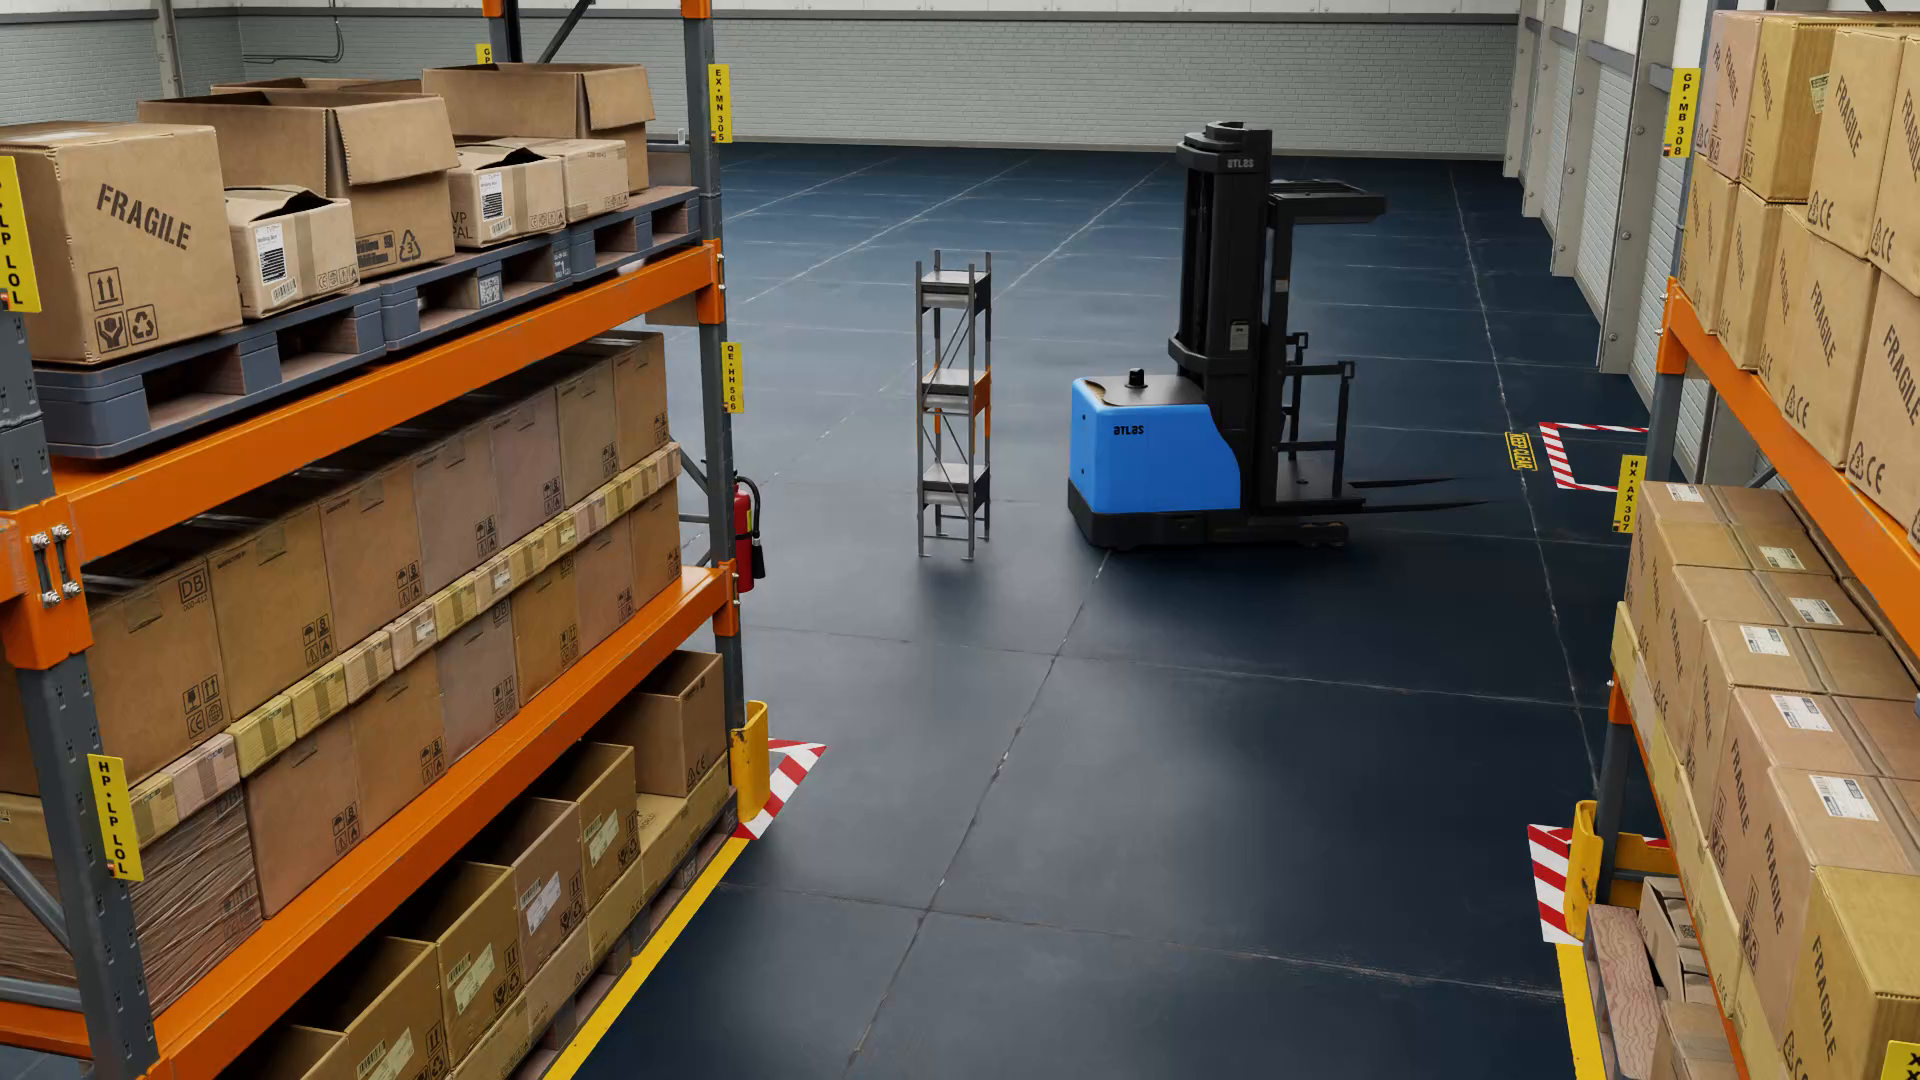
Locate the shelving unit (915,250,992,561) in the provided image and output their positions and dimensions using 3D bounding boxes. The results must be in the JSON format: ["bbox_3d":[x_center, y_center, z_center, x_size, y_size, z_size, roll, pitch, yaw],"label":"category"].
[{"bbox_3d":[-0.040,-0.942,11.696,0.431,2.100,0.503,5,19,13],"label":"shelving unit"}]

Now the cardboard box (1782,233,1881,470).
[{"bbox_3d":[2.389,-0.467,4.088,0.500,0.500,0.500,4,19,11],"label":"cardboard box"}]

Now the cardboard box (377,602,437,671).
[{"bbox_3d":[-1.969,0.304,5.500,0.380,0.149,0.250,4,19,12],"label":"cardboard box"}]

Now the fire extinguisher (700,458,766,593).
[{"bbox_3d":[-1.077,-0.086,7.920,0.296,0.674,0.183,5,19,13],"label":"fire extinguisher"}]

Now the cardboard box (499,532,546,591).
[{"bbox_3d":[-1.780,0.064,6.202,0.380,0.149,0.250,5,20,15],"label":"cardboard box"}]

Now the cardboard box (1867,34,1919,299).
[{"bbox_3d":[2.255,-0.780,3.458,0.500,0.500,0.500,6,20,16],"label":"cardboard box"}]

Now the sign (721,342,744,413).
[{"bbox_3d":[-1.034,-0.736,7.542,0.100,0.325,0.005,5,19,13],"label":"sign"}]

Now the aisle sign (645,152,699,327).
[{"bbox_3d":[-1.256,-1.350,7.478,0.394,0.787,0.004,5,19,13],"label":"aisle sign"}]

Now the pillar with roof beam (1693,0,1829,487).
[{"bbox_3d":[1.207,-4.504,11.453,9.100,9.000,0.400,5,19,13],"label":"pillar with roof beam"}]

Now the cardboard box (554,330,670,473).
[{"bbox_3d":[-1.696,-0.622,7.206,0.700,0.500,0.500,5,19,14],"label":"cardboard box"}]

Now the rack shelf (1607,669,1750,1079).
[{"bbox_3d":[2.759,1.235,5.045,1.077,0.370,4.000,5,19,13],"label":"rack shelf"}]

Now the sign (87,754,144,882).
[{"bbox_3d":[-2.005,0.660,3.945,0.100,0.325,0.005,5,19,13],"label":"sign"}]

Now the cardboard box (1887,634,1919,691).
[{"bbox_3d":[2.961,0.616,4.785,0.500,0.500,0.500,5,19,14],"label":"cardboard box"}]

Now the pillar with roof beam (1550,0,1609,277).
[{"bbox_3d":[4.139,-8.266,22.465,9.100,9.000,0.400,5,19,13],"label":"pillar with roof beam"}]

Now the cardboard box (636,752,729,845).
[{"bbox_3d":[-1.401,1.171,7.722,0.500,0.250,0.500,5,19,13],"label":"cardboard box"}]

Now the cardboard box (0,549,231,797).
[{"bbox_3d":[-2.431,0.330,4.418,0.700,0.500,0.500,5,19,14],"label":"cardboard box"}]

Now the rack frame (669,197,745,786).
[{"bbox_3d":[-1.556,-0.123,7.906,1.000,3.000,0.127,5,19,13],"label":"rack frame"}]

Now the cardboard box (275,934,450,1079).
[{"bbox_3d":[-2.002,1.601,5.305,0.500,0.500,0.500,5,19,13],"label":"cardboard box"}]

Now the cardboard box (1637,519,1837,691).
[{"bbox_3d":[2.710,0.254,5.844,0.500,0.500,0.500,5,19,14],"label":"cardboard box"}]

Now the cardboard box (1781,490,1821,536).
[{"bbox_3d":[3.339,0.139,6.182,0.500,0.500,0.500,4,19,13],"label":"cardboard box"}]

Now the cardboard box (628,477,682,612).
[{"bbox_3d":[-1.683,-0.025,7.465,0.700,0.500,0.500,5,19,13],"label":"cardboard box"}]

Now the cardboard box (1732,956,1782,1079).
[{"bbox_3d":[2.222,1.255,4.075,0.500,0.250,0.500,5,19,14],"label":"cardboard box"}]

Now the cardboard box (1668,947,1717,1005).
[{"bbox_3d":[2.852,1.720,5.990,0.500,0.311,0.500,6,20,18],"label":"cardboard box"}]

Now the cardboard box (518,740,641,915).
[{"bbox_3d":[-1.629,1.131,6.680,0.500,0.500,0.500,5,19,13],"label":"cardboard box"}]

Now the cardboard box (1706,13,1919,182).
[{"bbox_3d":[2.747,-1.427,5.352,0.500,0.500,0.500,4,19,13],"label":"cardboard box"}]

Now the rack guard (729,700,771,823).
[{"bbox_3d":[-1.551,1.053,8.332,1.175,0.500,0.348,5,19,13],"label":"rack guard"}]

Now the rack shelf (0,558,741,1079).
[{"bbox_3d":[-2.045,0.845,6.187,1.077,0.370,4.000,5,19,13],"label":"rack shelf"}]

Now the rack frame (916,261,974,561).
[{"bbox_3d":[-0.100,-0.865,11.472,0.400,2.100,0.015,5,19,13],"label":"rack frame"}]

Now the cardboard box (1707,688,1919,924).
[{"bbox_3d":[2.336,0.741,4.418,0.500,0.500,0.500,4,19,12],"label":"cardboard box"}]

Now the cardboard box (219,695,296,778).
[{"bbox_3d":[-2.158,0.548,4.784,0.380,0.149,0.250,4,19,12],"label":"cardboard box"}]

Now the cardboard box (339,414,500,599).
[{"bbox_3d":[-2.064,-0.142,5.800,0.700,0.500,0.500,5,19,13],"label":"cardboard box"}]

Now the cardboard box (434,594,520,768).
[{"bbox_3d":[-2.058,0.461,6.043,0.700,0.500,0.500,5,20,15],"label":"cardboard box"}]

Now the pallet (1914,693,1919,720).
[{"bbox_3d":[2.017,0.376,2.097,1.213,0.211,1.003,5,19,13],"label":"pallet"}]

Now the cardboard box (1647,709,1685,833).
[{"bbox_3d":[2.578,0.780,5.465,0.500,0.250,0.500,4,19,13],"label":"cardboard box"}]

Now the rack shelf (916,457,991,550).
[{"bbox_3d":[-0.040,-0.266,11.927,0.431,0.518,0.480,5,19,13],"label":"rack shelf"}]

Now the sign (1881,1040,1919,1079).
[{"bbox_3d":[1.743,1.071,3.072,0.100,0.325,0.005,5,19,13],"label":"sign"}]

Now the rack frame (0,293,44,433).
[{"bbox_3d":[-2.534,-1.708,3.266,1.000,3.000,0.127,5,19,13],"label":"rack frame"}]

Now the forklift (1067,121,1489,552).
[{"bbox_3d":[2.380,-1.501,12.048,3.031,2.935,1.130,-3,19,-7],"label":"forklift"}]

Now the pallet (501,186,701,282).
[{"bbox_3d":[-1.754,-1.281,6.793,1.003,0.211,1.213,5,19,13],"label":"pallet"}]

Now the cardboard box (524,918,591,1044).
[{"bbox_3d":[-1.756,1.642,6.343,0.500,0.250,0.500,5,19,13],"label":"cardboard box"}]

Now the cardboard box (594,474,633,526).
[{"bbox_3d":[-1.590,-0.180,6.915,0.380,0.149,0.250,4,19,13],"label":"cardboard box"}]

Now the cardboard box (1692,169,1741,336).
[{"bbox_3d":[2.758,-0.958,5.526,0.500,0.500,0.500,6,20,17],"label":"cardboard box"}]

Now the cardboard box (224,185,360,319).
[{"bbox_3d":[-2.023,-0.818,4.571,0.500,0.311,0.500,4,19,10],"label":"cardboard box"}]

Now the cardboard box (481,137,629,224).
[{"bbox_3d":[-1.582,-1.354,6.237,0.500,0.250,0.500,5,19,13],"label":"cardboard box"}]

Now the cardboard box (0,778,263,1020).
[{"bbox_3d":[-2.431,0.944,4.628,0.700,0.500,0.500,4,19,12],"label":"cardboard box"}]
